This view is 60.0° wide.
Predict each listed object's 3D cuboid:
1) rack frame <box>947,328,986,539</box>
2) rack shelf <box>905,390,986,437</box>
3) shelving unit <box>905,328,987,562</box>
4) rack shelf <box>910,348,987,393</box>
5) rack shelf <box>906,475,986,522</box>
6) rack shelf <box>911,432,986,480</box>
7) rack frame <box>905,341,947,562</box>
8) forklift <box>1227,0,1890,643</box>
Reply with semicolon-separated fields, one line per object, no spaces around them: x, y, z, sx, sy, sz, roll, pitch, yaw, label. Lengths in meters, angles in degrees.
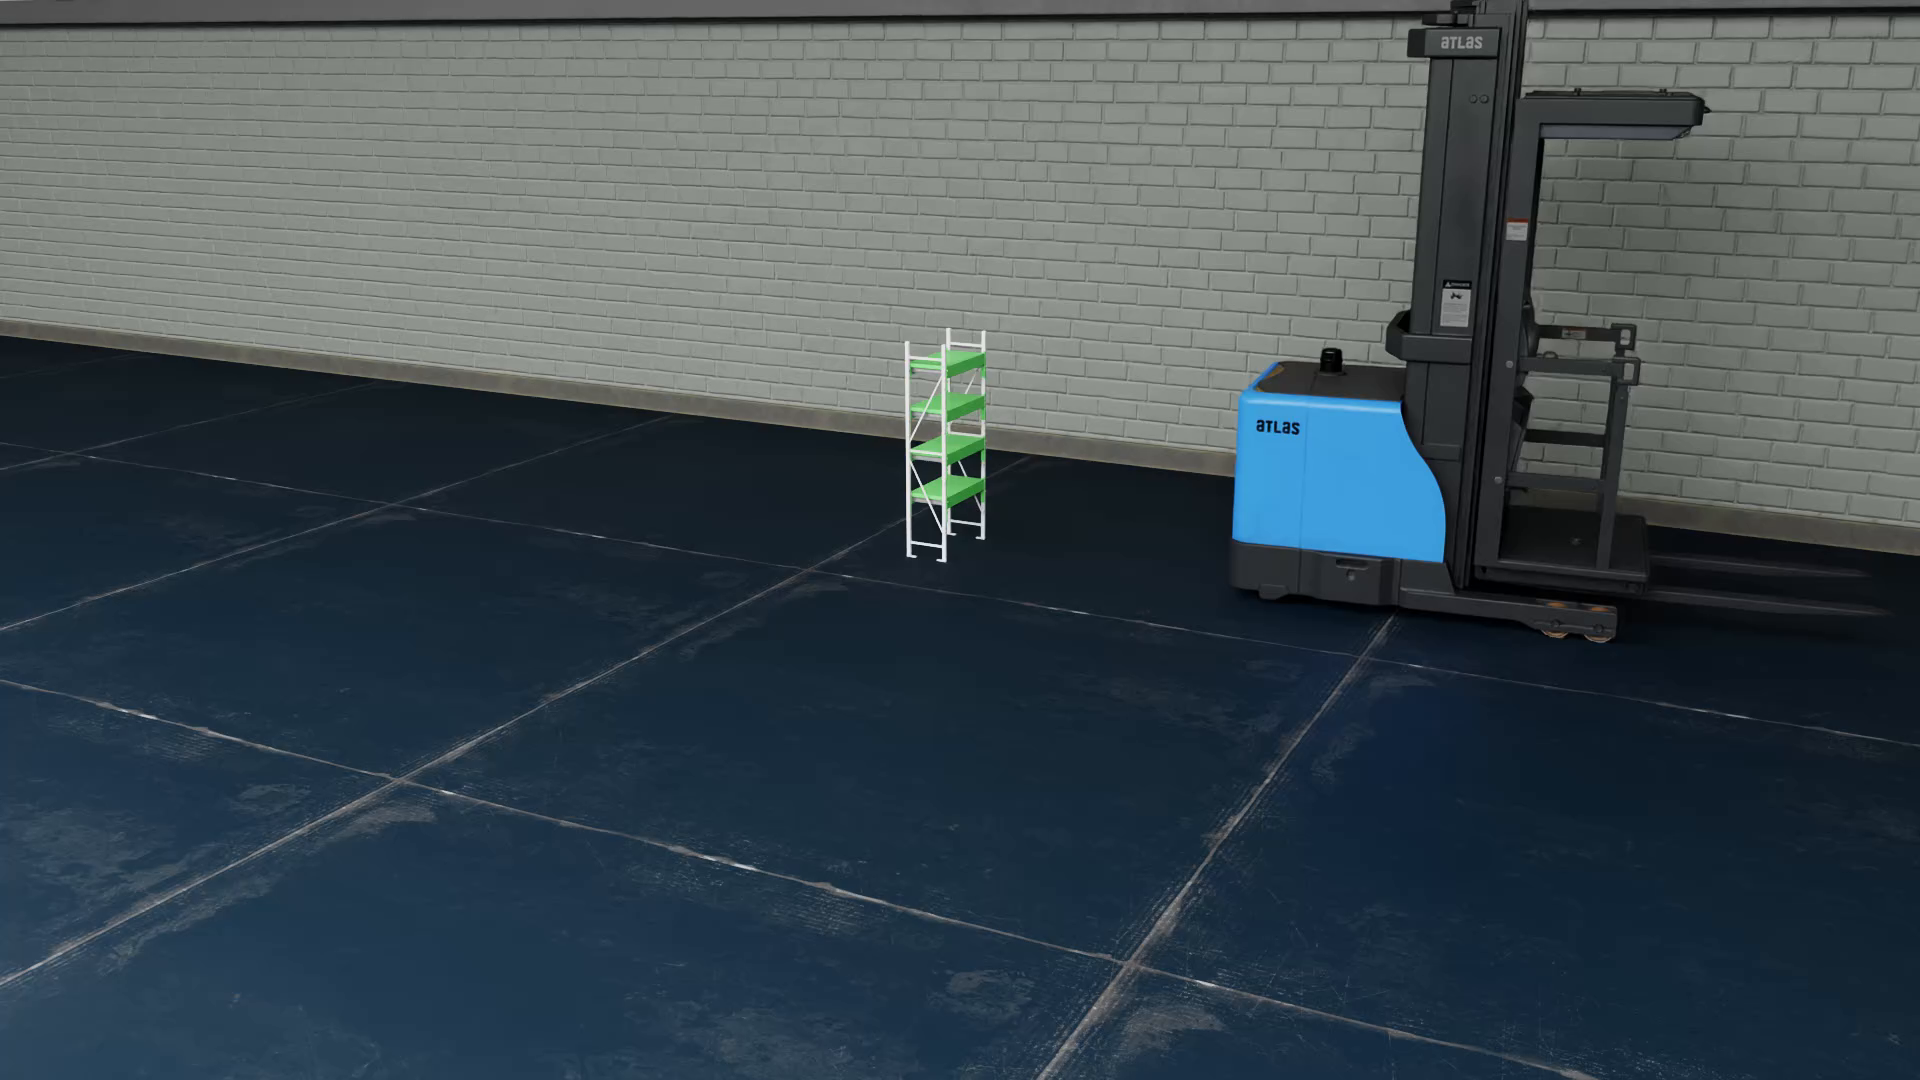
0.035;-0.595;9.421;0.240;1.200;0.015;8;18;25;rack frame
-0.074;-0.702;9.161;0.258;0.148;0.480;8;18;25;rack shelf
-0.074;-0.533;9.212;0.258;1.200;0.503;8;18;25;shelving unit
-0.074;-0.932;9.093;0.258;0.148;0.480;8;18;25;rack shelf
-0.074;-0.242;9.298;0.258;0.148;0.480;8;18;25;rack shelf
-0.074;-0.472;9.230;0.258;0.148;0.480;8;18;25;rack shelf
-0.183;-0.471;9.002;0.240;1.200;0.015;8;18;25;rack frame
2.944;-1.088;8.041;3.031;2.935;1.130;6;18;19;forklift
